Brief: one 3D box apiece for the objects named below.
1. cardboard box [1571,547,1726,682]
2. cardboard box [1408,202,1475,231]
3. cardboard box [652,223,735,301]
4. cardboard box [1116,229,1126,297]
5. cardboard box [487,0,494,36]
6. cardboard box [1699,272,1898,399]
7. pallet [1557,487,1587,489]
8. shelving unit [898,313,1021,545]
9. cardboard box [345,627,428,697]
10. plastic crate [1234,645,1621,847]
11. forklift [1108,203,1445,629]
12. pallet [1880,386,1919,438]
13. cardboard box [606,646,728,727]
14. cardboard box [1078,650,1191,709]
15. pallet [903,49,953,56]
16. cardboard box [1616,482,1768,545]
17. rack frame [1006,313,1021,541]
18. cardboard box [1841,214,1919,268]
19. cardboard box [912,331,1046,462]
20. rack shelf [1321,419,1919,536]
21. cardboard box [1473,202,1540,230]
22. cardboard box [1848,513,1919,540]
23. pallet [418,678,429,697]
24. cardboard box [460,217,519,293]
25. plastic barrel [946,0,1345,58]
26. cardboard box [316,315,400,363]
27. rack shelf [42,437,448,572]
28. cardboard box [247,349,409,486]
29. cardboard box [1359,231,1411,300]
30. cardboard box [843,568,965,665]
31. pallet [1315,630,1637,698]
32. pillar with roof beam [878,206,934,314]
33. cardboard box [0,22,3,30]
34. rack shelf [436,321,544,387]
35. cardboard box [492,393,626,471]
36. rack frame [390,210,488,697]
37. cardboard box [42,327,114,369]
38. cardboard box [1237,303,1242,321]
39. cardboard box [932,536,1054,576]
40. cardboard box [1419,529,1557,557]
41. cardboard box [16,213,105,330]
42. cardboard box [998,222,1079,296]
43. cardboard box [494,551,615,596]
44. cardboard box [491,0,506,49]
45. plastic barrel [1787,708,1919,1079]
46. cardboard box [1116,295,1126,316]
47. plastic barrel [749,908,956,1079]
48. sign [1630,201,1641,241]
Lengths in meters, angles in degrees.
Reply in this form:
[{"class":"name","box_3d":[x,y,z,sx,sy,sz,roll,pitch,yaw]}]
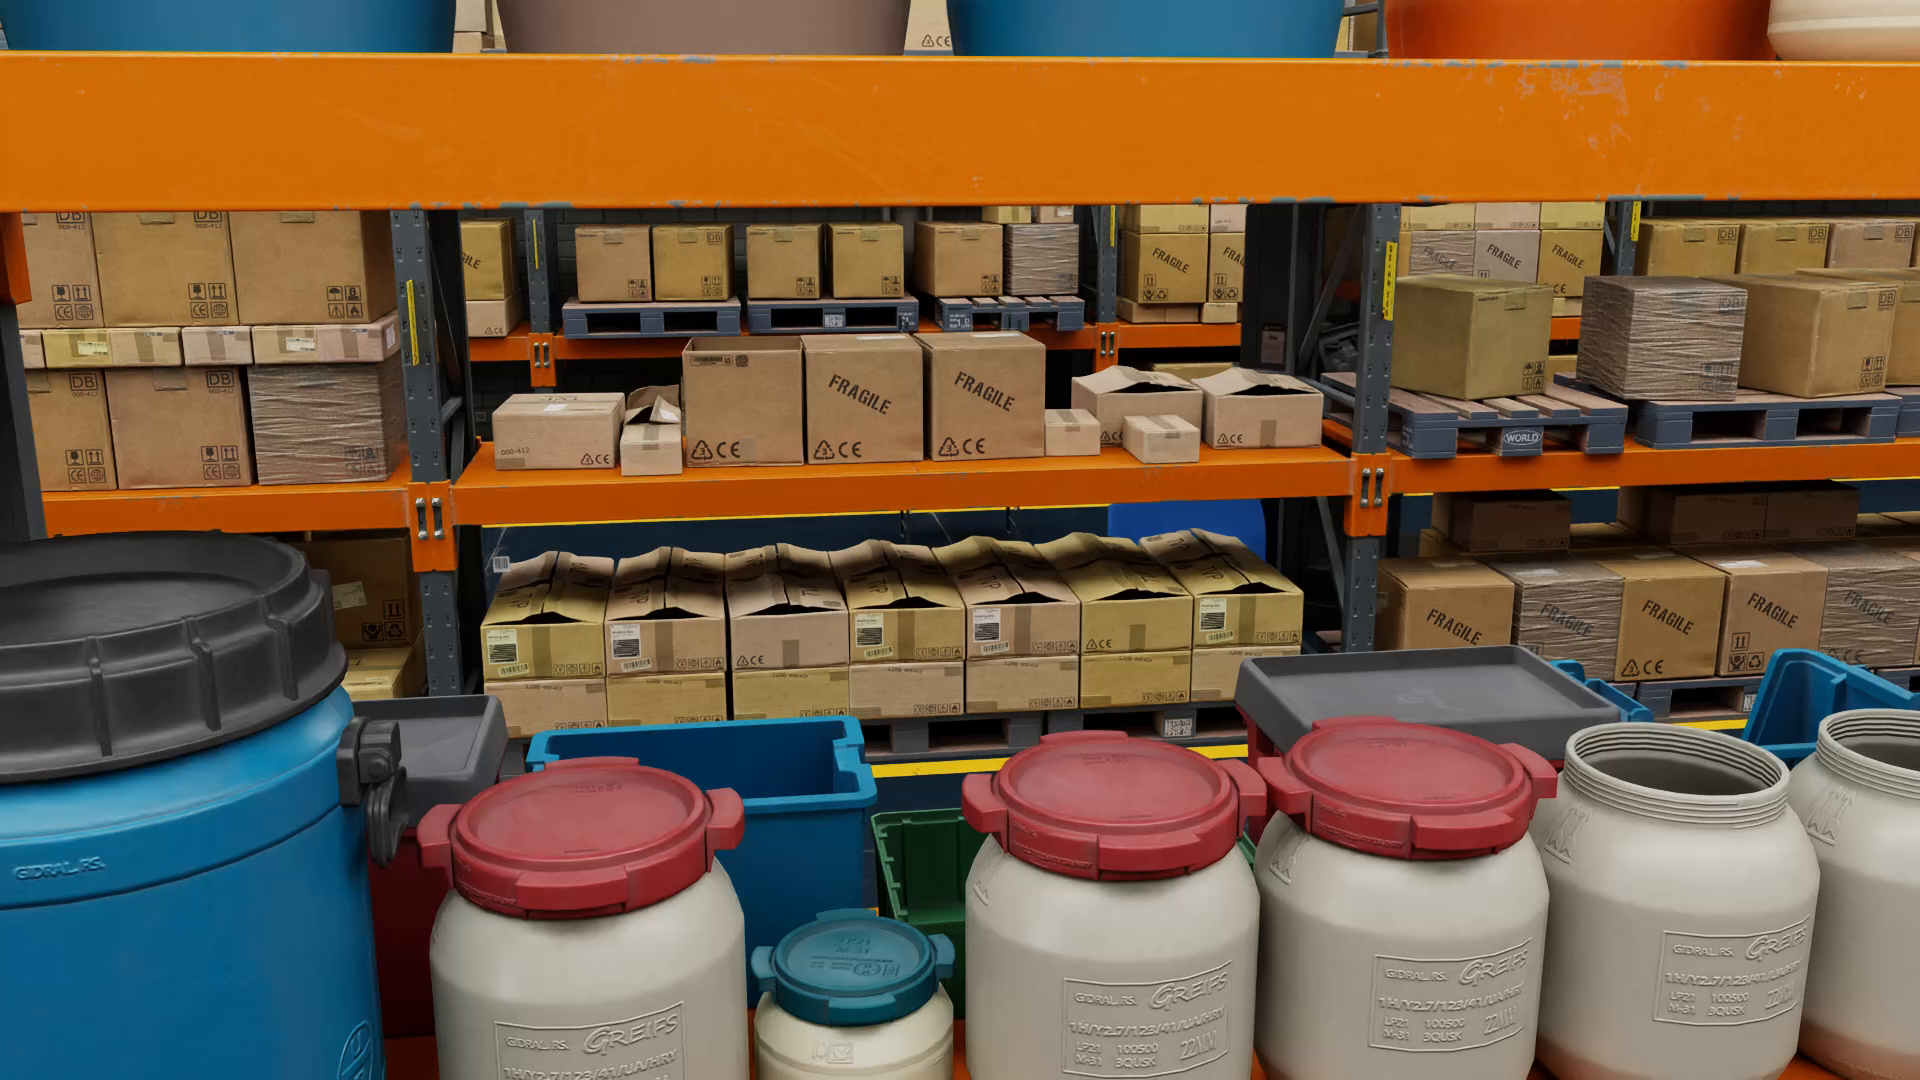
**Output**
[{"class":"cardboard box","box_3d":[3.241,0.346,7.911,0.500,0.500,0.500,-2,14,-9]},{"class":"cardboard box","box_3d":[3.513,-2.458,12.455,0.500,0.250,0.500,-2,14,-7]},{"class":"cardboard box","box_3d":[-1.901,-2.005,11.942,0.500,0.500,0.700,-1,14,-3]},{"class":"cardboard box","box_3d":[1.420,-2.143,12.741,0.500,0.500,0.500,-2,14,-8]},{"class":"cardboard box","box_3d":[-3.490,-3.764,11.595,0.500,0.500,0.500,-2,14,-7]},{"class":"cardboard box","box_3d":[3.952,-0.986,7.920,0.500,0.500,0.700,-6,15,-23]},{"class":"pallet","box_3d":[4.196,-0.606,13.204,1.213,0.211,1.003,-2,14,-8]},{"class":"shelving unit","box_3d":[-0.007,-0.727,11.038,0.755,1.500,0.431,-2,14,-8]},{"class":"cardboard box","box_3d":[-2.725,0.551,7.649,0.500,0.250,0.500,-2,14,-8]},{"class":"plastic crate","box_3d":[0.825,0.477,3.020,0.583,0.464,0.402,-2,14,-8]},{"class":"forklift","box_3d":[2.373,-1.009,9.221,3.031,2.935,1.130,9,17,33]},{"class":"pallet","box_3d":[4.883,-0.717,8.310,1.213,0.211,1.003,-2,14,-8]},{"class":"cardboard box","box_3d":[-1.280,0.634,7.318,0.500,0.250,0.500,-2,14,-7]},{"class":"cardboard box","box_3d":[0.741,0.559,7.615,0.500,0.250,0.500,-2,14,-9]},{"class":"pallet","box_3d":[-0.029,-1.944,7.030,1.213,0.211,1.003,-1,14,-6]},{"class":"cardboard box","box_3d":[3.690,-0.164,8.403,0.500,0.250,0.500,-2,14,-9]},{"class":"rack frame","box_3d":[0.355,-0.740,11.091,0.023,1.500,0.400,-2,14,-8]},{"class":"cardboard box","box_3d":[7.683,-2.245,13.391,0.700,0.700,0.980,-2,14,-9]},{"class":"cardboard box","box_3d":[0.077,-0.652,7.450,0.500,0.500,0.500,-3,14,-11]},{"class":"rack shelf","box_3d":[3.712,-0.392,8.096,4.000,0.370,1.077,-2,14,-8]},{"class":"cardboard box","box_3d":[4.017,-2.476,12.529,0.500,0.250,0.500,-2,14,-7]},{"class":"cardboard box","box_3d":[4.649,0.167,8.624,0.500,0.500,0.500,-2,14,-7]},{"class":"pallet","box_3d":[-3.014,0.848,7.406,1.213,0.211,1.003,-2,14,-8]},{"class":"cardboard box","box_3d":[-3.459,-2.049,11.950,0.500,0.500,0.500,-2,14,-10]},{"class":"plastic barrel","box_3d":[0.277,-1.148,2.435,0.708,0.901,0.600,-2,14,-8]},{"class":"cardboard box","box_3d":[-2.458,-0.825,6.806,0.250,0.149,0.380,-2,14,-8]},{"class":"rack shelf","box_3d":[-4.199,-0.102,6.940,4.000,0.370,1.077,-2,14,-8]},{"class":"cardboard box","box_3d":[-2.659,-0.554,7.059,0.500,0.500,0.700,-2,14,-10]},{"class":"cardboard box","box_3d":[3.035,-2.073,12.465,0.500,0.500,0.500,-2,14,-7]},{"class":"cardboard box","box_3d":[-0.255,0.324,7.401,0.500,0.311,0.500,-2,14,-7]},{"class":"pallet","box_3d":[2.478,0.666,8.131,1.213,0.211,1.003,-2,14,-8]},{"class":"pillar with roof beam","box_3d":[0.220,-3.895,8.253,0.400,9.000,9.100,-2,14,-8]},{"class":"cardboard box","box_3d":[-3.868,-2.271,6.579,0.637,0.503,0.797,-1,14,-2]},{"class":"rack shelf","box_3d":[-4.940,-1.293,11.691,4.000,0.370,1.077,-2,14,-8]},{"class":"cardboard box","box_3d":[-1.741,-0.479,7.273,0.500,0.250,0.500,-1,14,-5]},{"class":"rack frame","box_3d":[-2.221,-0.523,7.142,0.127,3.000,1.000,-2,14,-8]},{"class":"cardboard box","box_3d":[-3.465,-0.789,6.661,0.250,0.149,0.380,-2,14,-9]},{"class":"cardboard box","box_3d":[2.109,-1.739,12.464,0.250,0.149,0.380,-2,14,-9]},{"class":"cardboard box","box_3d":[0.150,0.177,7.985,0.500,0.311,0.500,-2,14,-10]},{"class":"cardboard box","box_3d":[2.624,0.241,8.331,0.500,0.500,0.500,-2,14,-6]},{"class":"cardboard box","box_3d":[-3.654,-1.147,6.756,0.500,0.500,0.700,-2,14,-8]},{"class":"cardboard box","box_3d":[0.529,-2.102,12.327,0.500,0.500,0.700,-4,15,-15]},{"class":"cardboard box","box_3d":[-1.863,0.251,7.690,0.500,0.311,0.500,-2,14,-8]},{"class":"cardboard box","box_3d":[-1.610,-2.129,6.824,0.500,0.250,0.500,-1,14,-2]},{"class":"plastic barrel","box_3d":[1.483,0.558,2.601,0.421,0.512,0.421,0,14,0]},{"class":"cardboard box","box_3d":[1.276,-1.821,12.791,0.250,0.149,0.380,-2,14,-7]},{"class":"plastic barrel","box_3d":[-0.155,0.724,2.451,0.301,0.262,0.301,0,14,0]},{"class":"sign","box_3d":[5.038,-2.398,12.398,0.005,0.325,0.100,-2,14,-8]}]
